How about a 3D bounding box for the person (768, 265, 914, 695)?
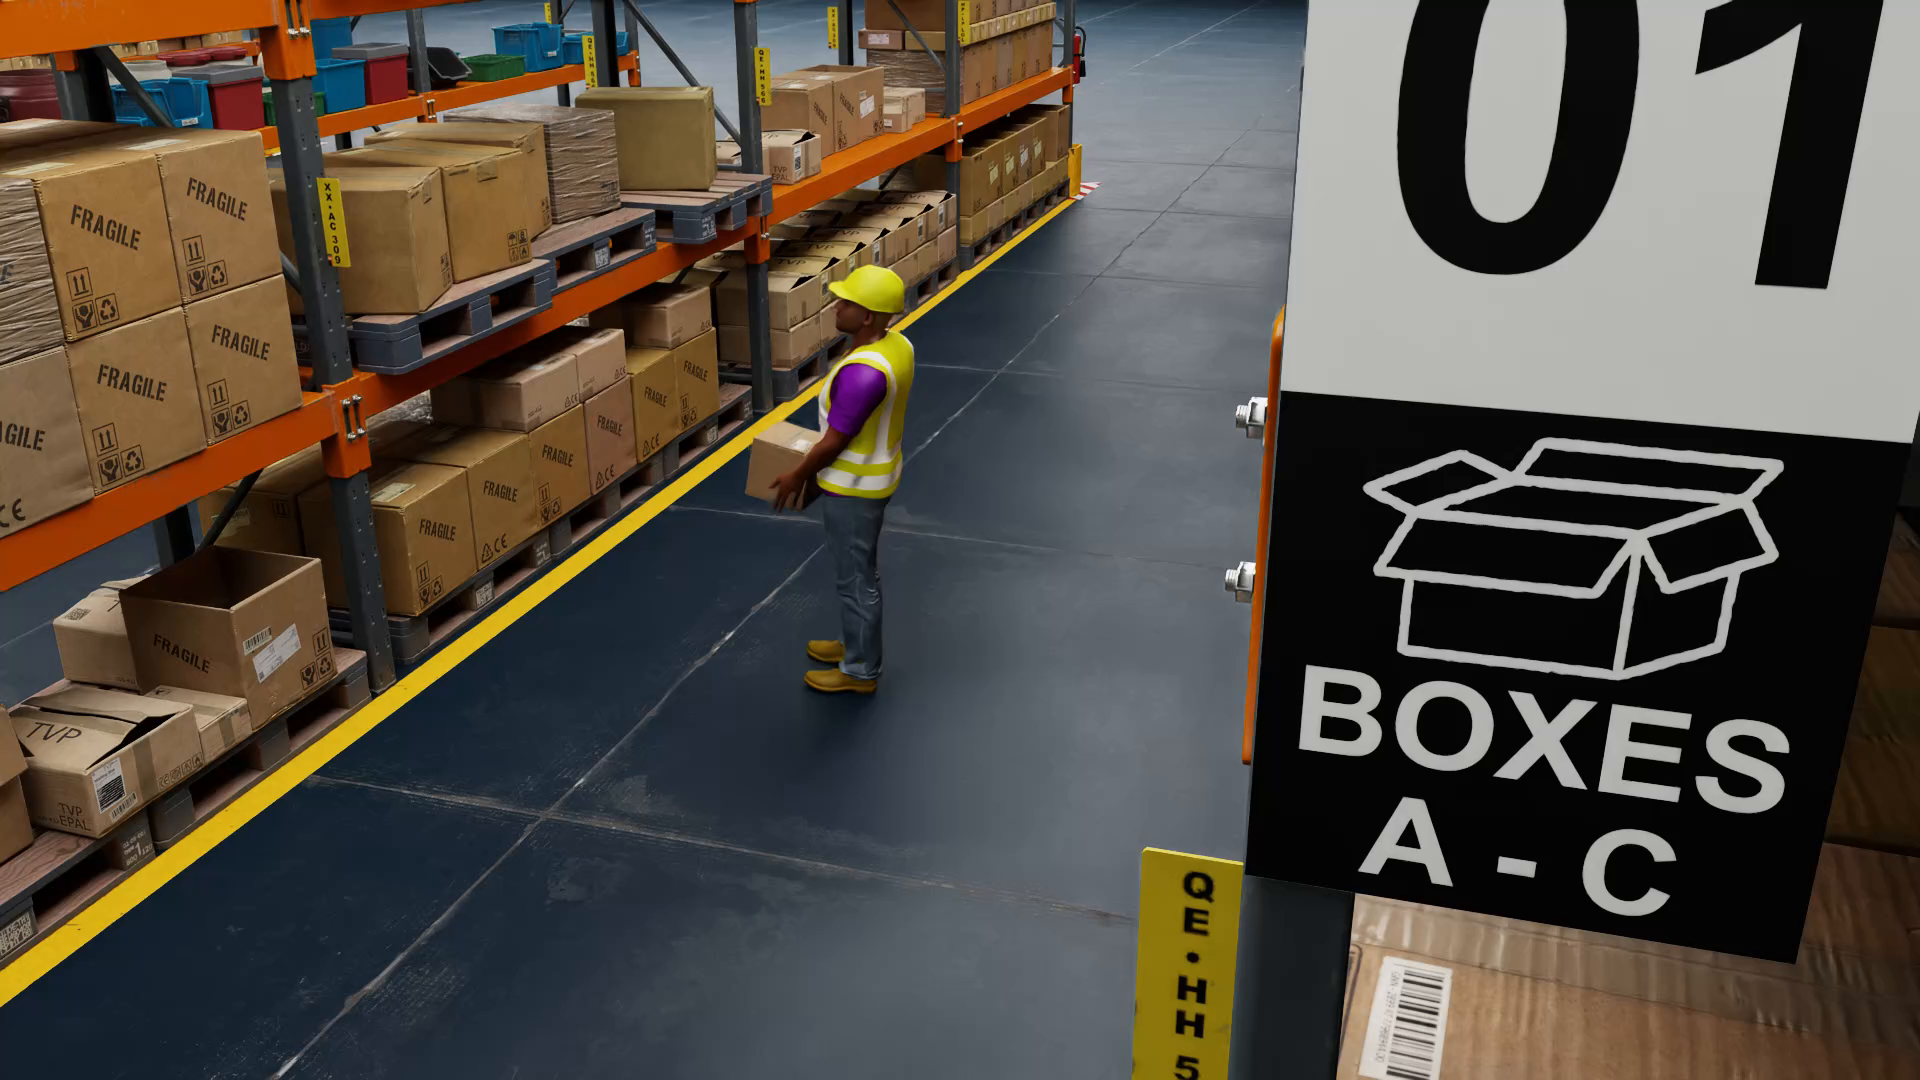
[{"bbox_3d":[-0.463,-0.229,6.617,0.538,1.772,0.565,4,22,9],"label":"person"}]
